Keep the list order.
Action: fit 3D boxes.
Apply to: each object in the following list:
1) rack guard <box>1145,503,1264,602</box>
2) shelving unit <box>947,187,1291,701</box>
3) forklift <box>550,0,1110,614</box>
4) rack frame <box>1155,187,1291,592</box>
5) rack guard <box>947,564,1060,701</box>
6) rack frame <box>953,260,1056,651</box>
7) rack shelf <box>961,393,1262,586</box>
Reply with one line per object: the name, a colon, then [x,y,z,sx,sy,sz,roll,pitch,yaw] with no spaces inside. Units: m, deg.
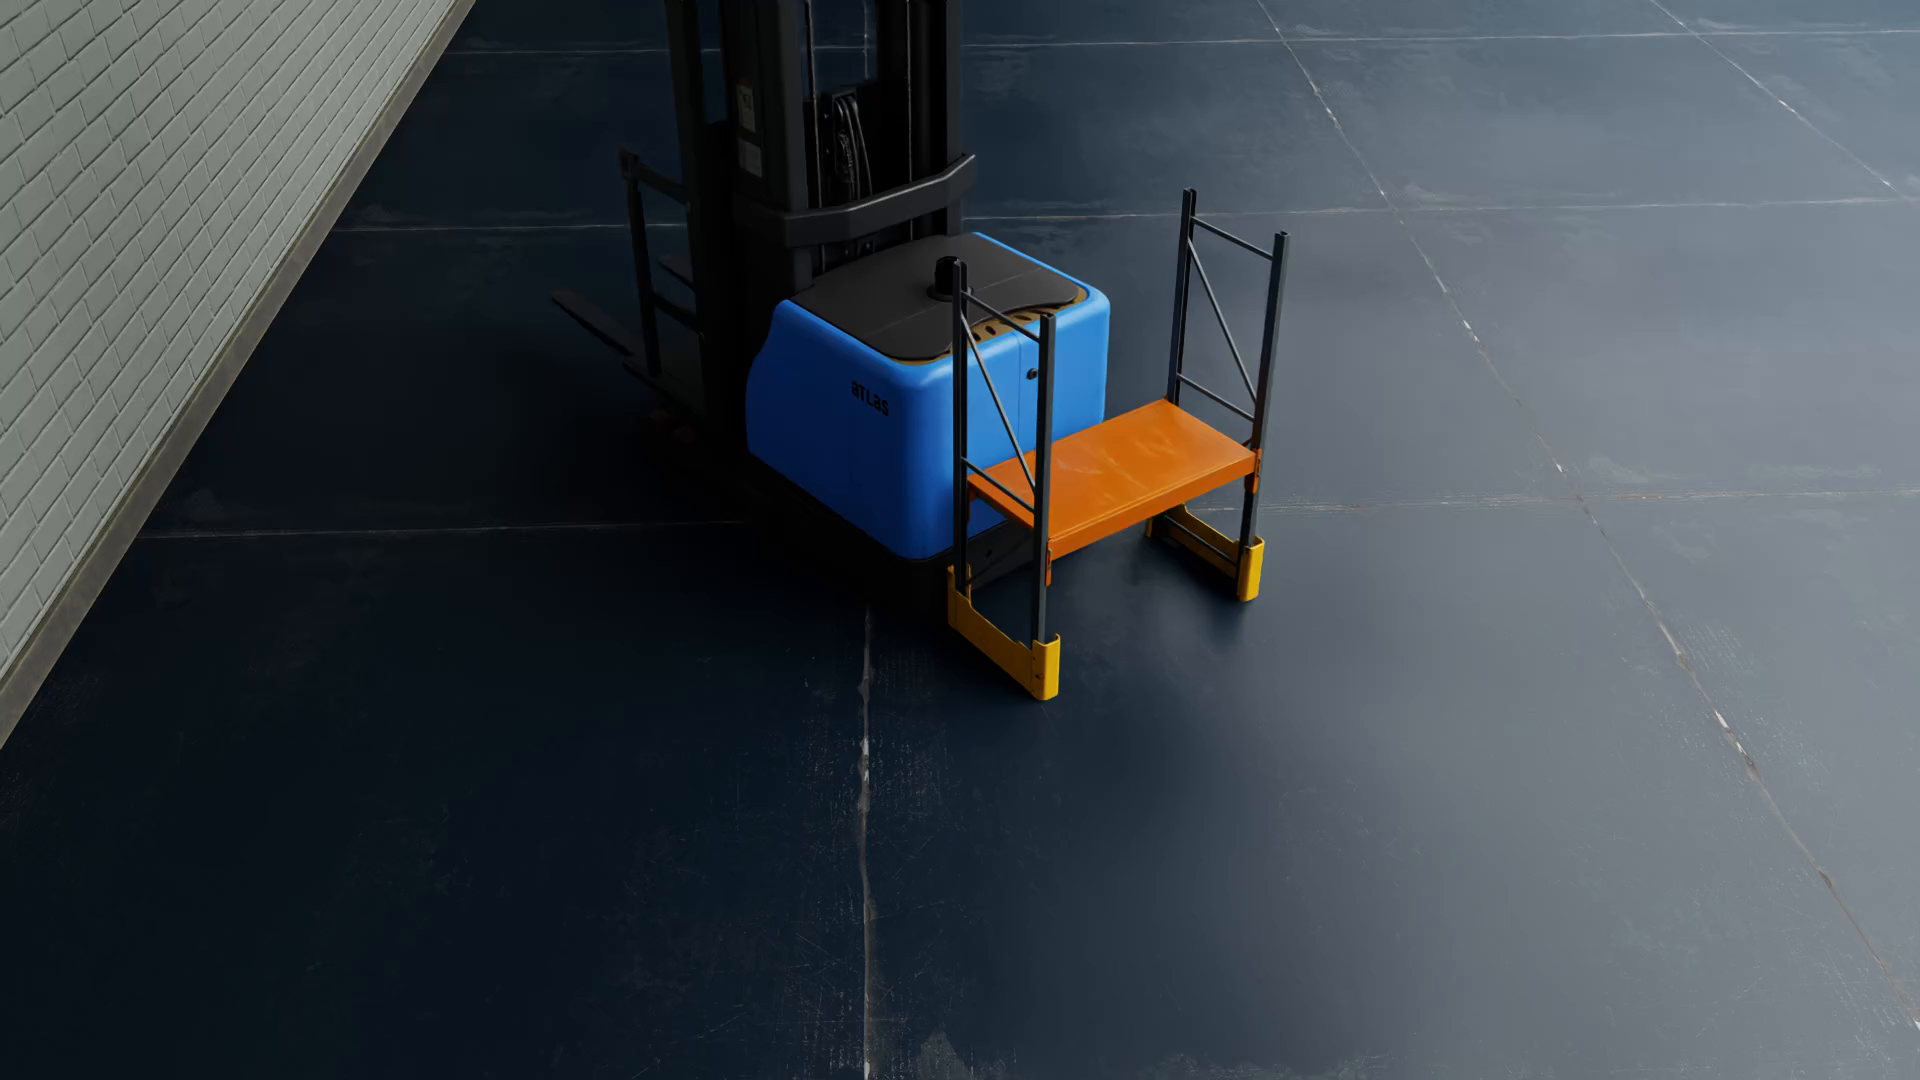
rack guard: [0.954,-0.009,6.543,0.087,0.250,0.587,-23,41,-29]
shelving unit: [0.553,-0.355,5.945,1.083,1.500,0.587,-23,41,-29]
forklift: [-0.762,-1.693,6.621,1.130,2.935,3.031,-26,42,-32]
rack frame: [0.955,-0.523,6.188,0.032,1.500,0.500,-23,41,-29]
rack guard: [0.152,0.327,6.057,0.087,0.250,0.587,-23,41,-29]
rack frame: [0.136,-0.180,5.692,0.032,1.500,0.500,-23,41,-29]
rack shelf: [0.546,-0.204,6.043,1.000,0.185,0.538,-23,41,-29]
